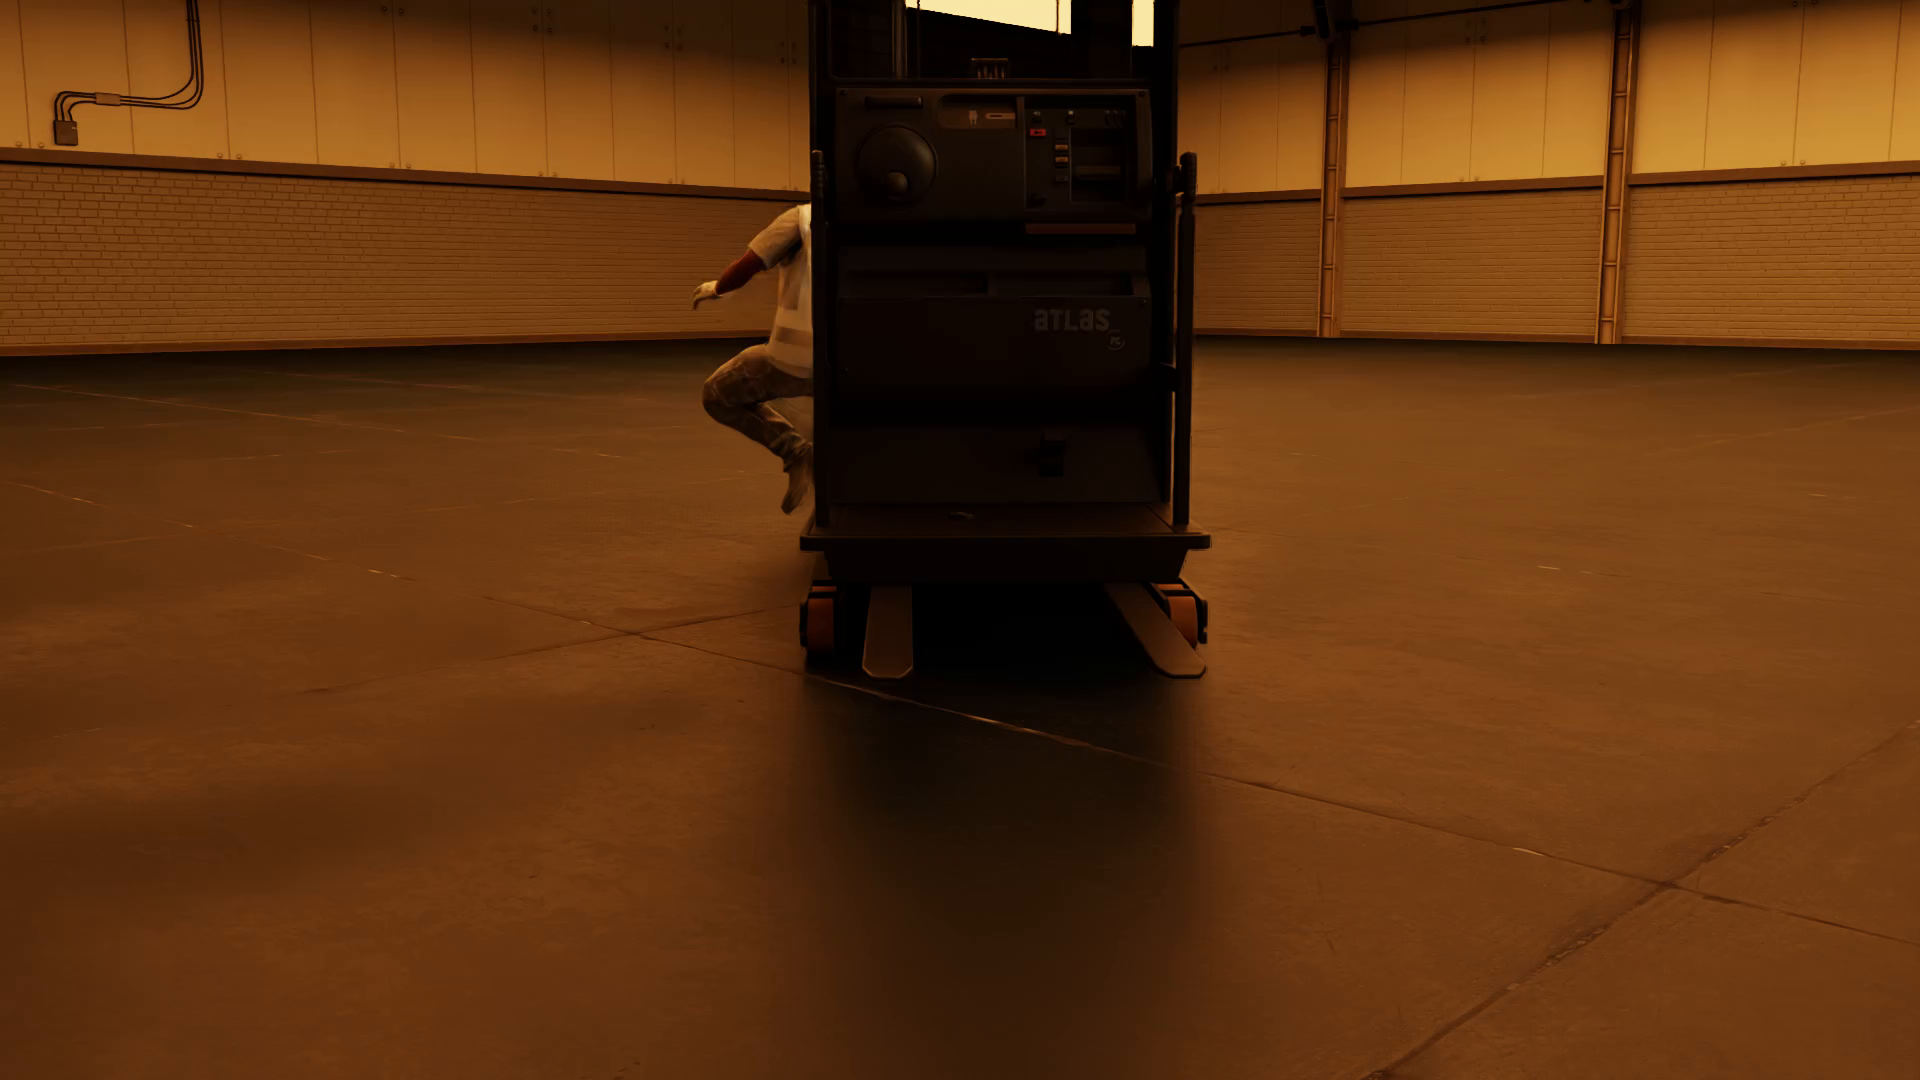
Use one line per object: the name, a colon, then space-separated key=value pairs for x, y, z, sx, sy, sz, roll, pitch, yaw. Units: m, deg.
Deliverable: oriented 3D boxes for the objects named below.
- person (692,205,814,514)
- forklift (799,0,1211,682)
person: x=-0.635 y=-0.805 z=6.877 sx=0.906 sy=1.559 sz=0.829 roll=-6 pitch=10 yaw=-33
forklift: x=0.107 y=-1.176 z=4.684 sx=1.130 sy=2.935 sz=3.031 roll=0 pitch=9 yaw=-2
